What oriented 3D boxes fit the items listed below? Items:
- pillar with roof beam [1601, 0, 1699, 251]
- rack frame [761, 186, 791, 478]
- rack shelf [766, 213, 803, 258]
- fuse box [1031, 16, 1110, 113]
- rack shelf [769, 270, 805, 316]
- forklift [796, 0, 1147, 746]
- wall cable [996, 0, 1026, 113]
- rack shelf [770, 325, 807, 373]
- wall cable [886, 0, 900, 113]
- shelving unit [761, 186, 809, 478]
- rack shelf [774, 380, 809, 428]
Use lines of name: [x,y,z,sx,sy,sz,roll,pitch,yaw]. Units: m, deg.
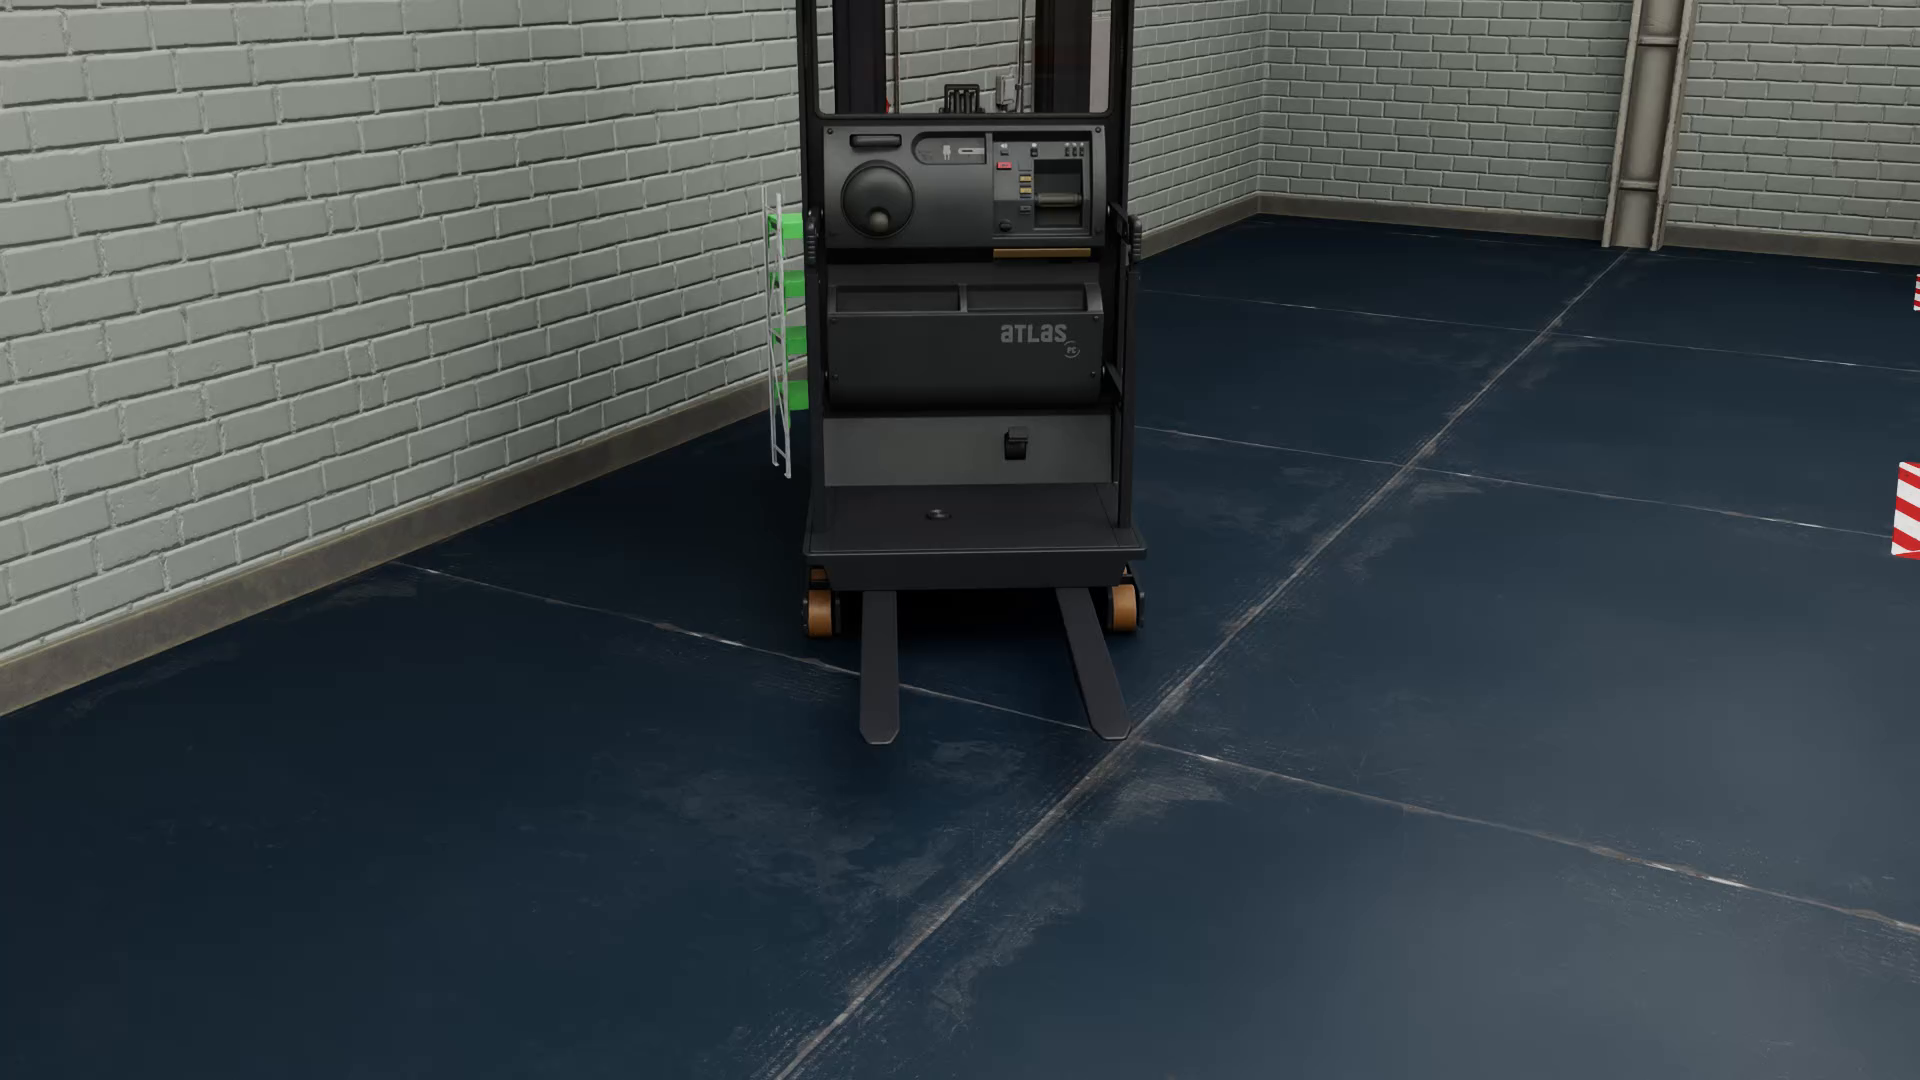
pillar with roof beam: [2.926,-5.150,7.366,0.400,9.000,9.100,11,23,27]
rack frame: [-0.772,-0.865,6.991,0.015,1.200,0.240,-8,21,-21]
rack shelf: [-0.546,-1.288,6.935,0.480,0.148,0.258,-8,21,-21]
fuse box: [0.740,-2.343,10.314,0.414,1.711,0.539,11,23,27]
rack shelf: [-0.546,-1.062,7.017,0.480,0.148,0.258,-8,21,-21]
forklift: [0.028,-1.166,5.281,1.130,2.935,3.031,-1,20,-2]
wall cable: [0.269,-3.249,9.433,0.122,1.984,0.588,11,23,27]
rack shelf: [-0.546,-0.836,7.099,0.480,0.148,0.258,-8,21,-21]
wall cable: [-0.412,-2.839,8.258,0.123,1.953,0.585,11,23,27]
shelving unit: [-0.546,-0.896,7.077,0.503,1.200,0.258,-8,21,-21]
rack shelf: [-0.546,-0.611,7.180,0.480,0.148,0.258,-8,21,-21]
